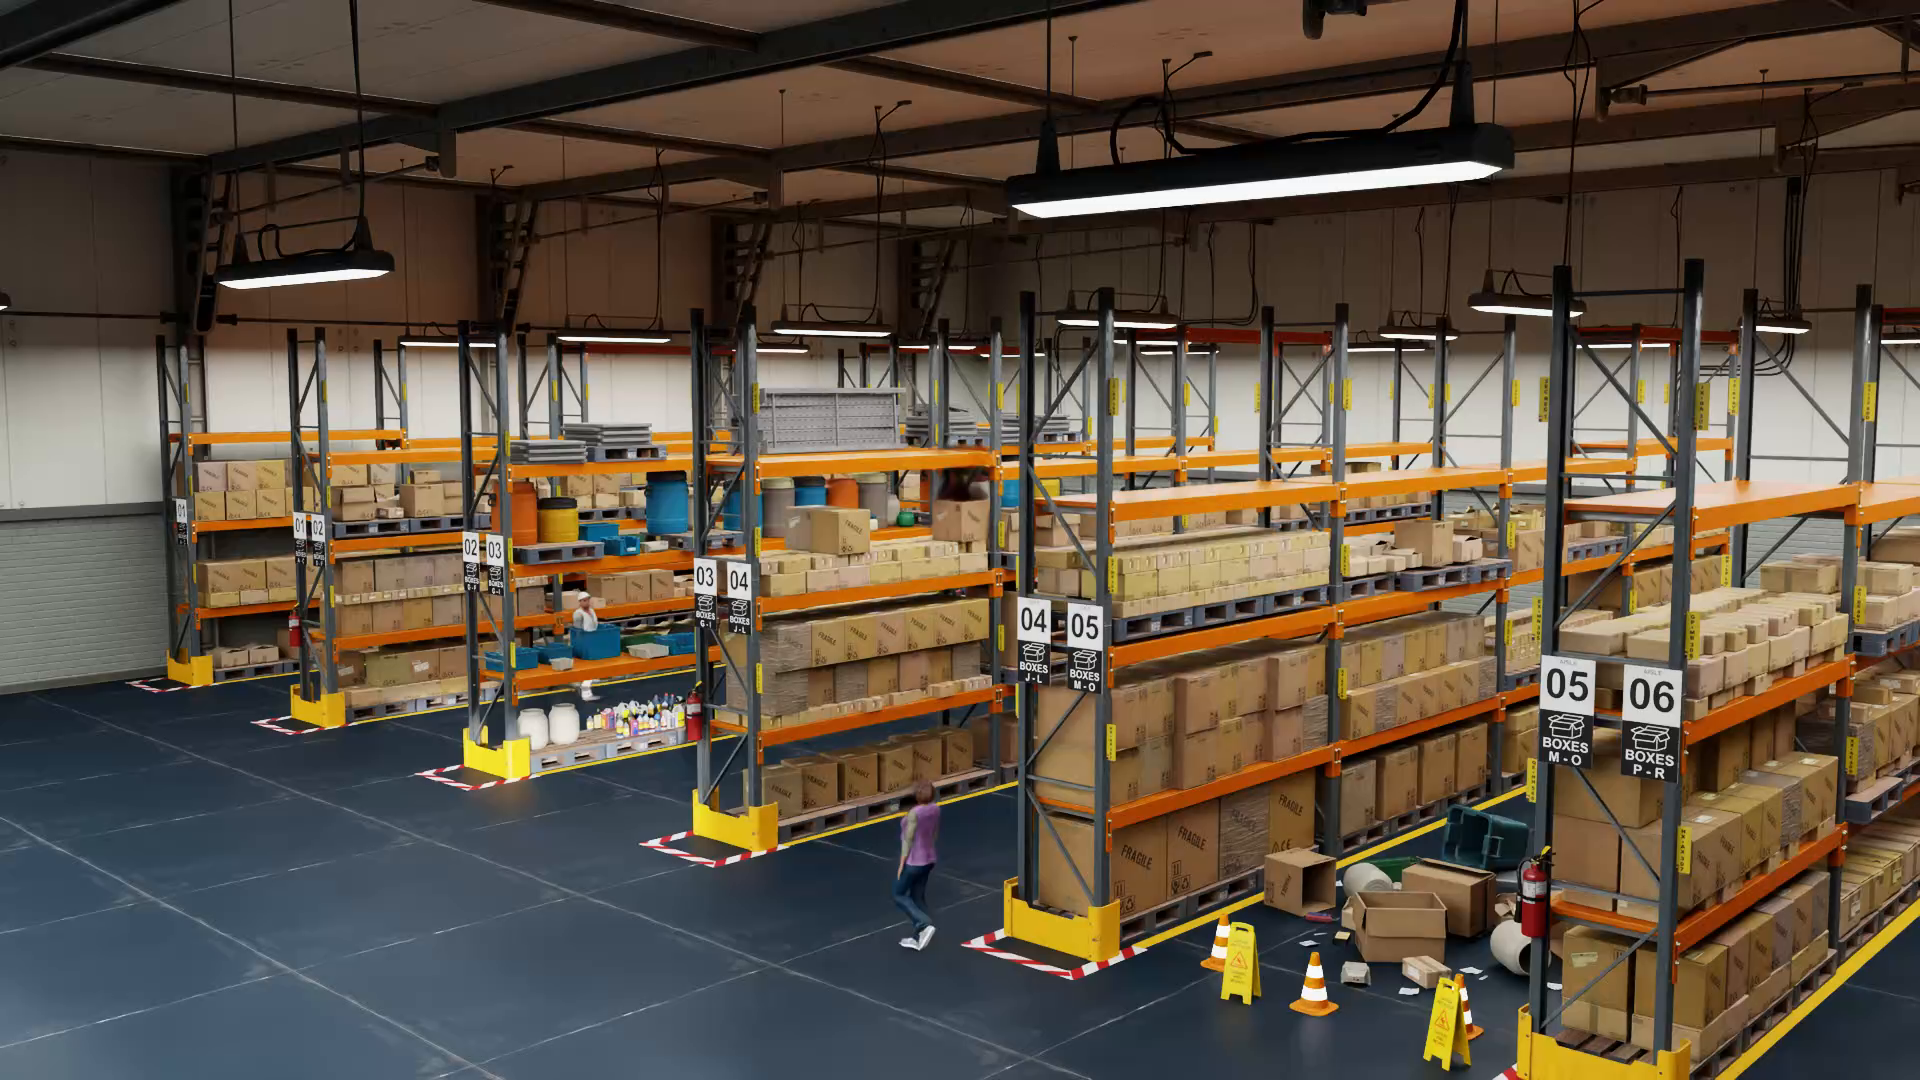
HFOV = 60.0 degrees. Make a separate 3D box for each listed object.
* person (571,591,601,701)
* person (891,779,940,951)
[{"bbox_3d":[-6.084,1.723,27.023,0.497,1.781,0.541,-1,5,-11],"label":"person"},{"bbox_3d":[-0.374,2.947,15.131,0.439,1.587,0.426,3,6,27],"label":"person"}]
